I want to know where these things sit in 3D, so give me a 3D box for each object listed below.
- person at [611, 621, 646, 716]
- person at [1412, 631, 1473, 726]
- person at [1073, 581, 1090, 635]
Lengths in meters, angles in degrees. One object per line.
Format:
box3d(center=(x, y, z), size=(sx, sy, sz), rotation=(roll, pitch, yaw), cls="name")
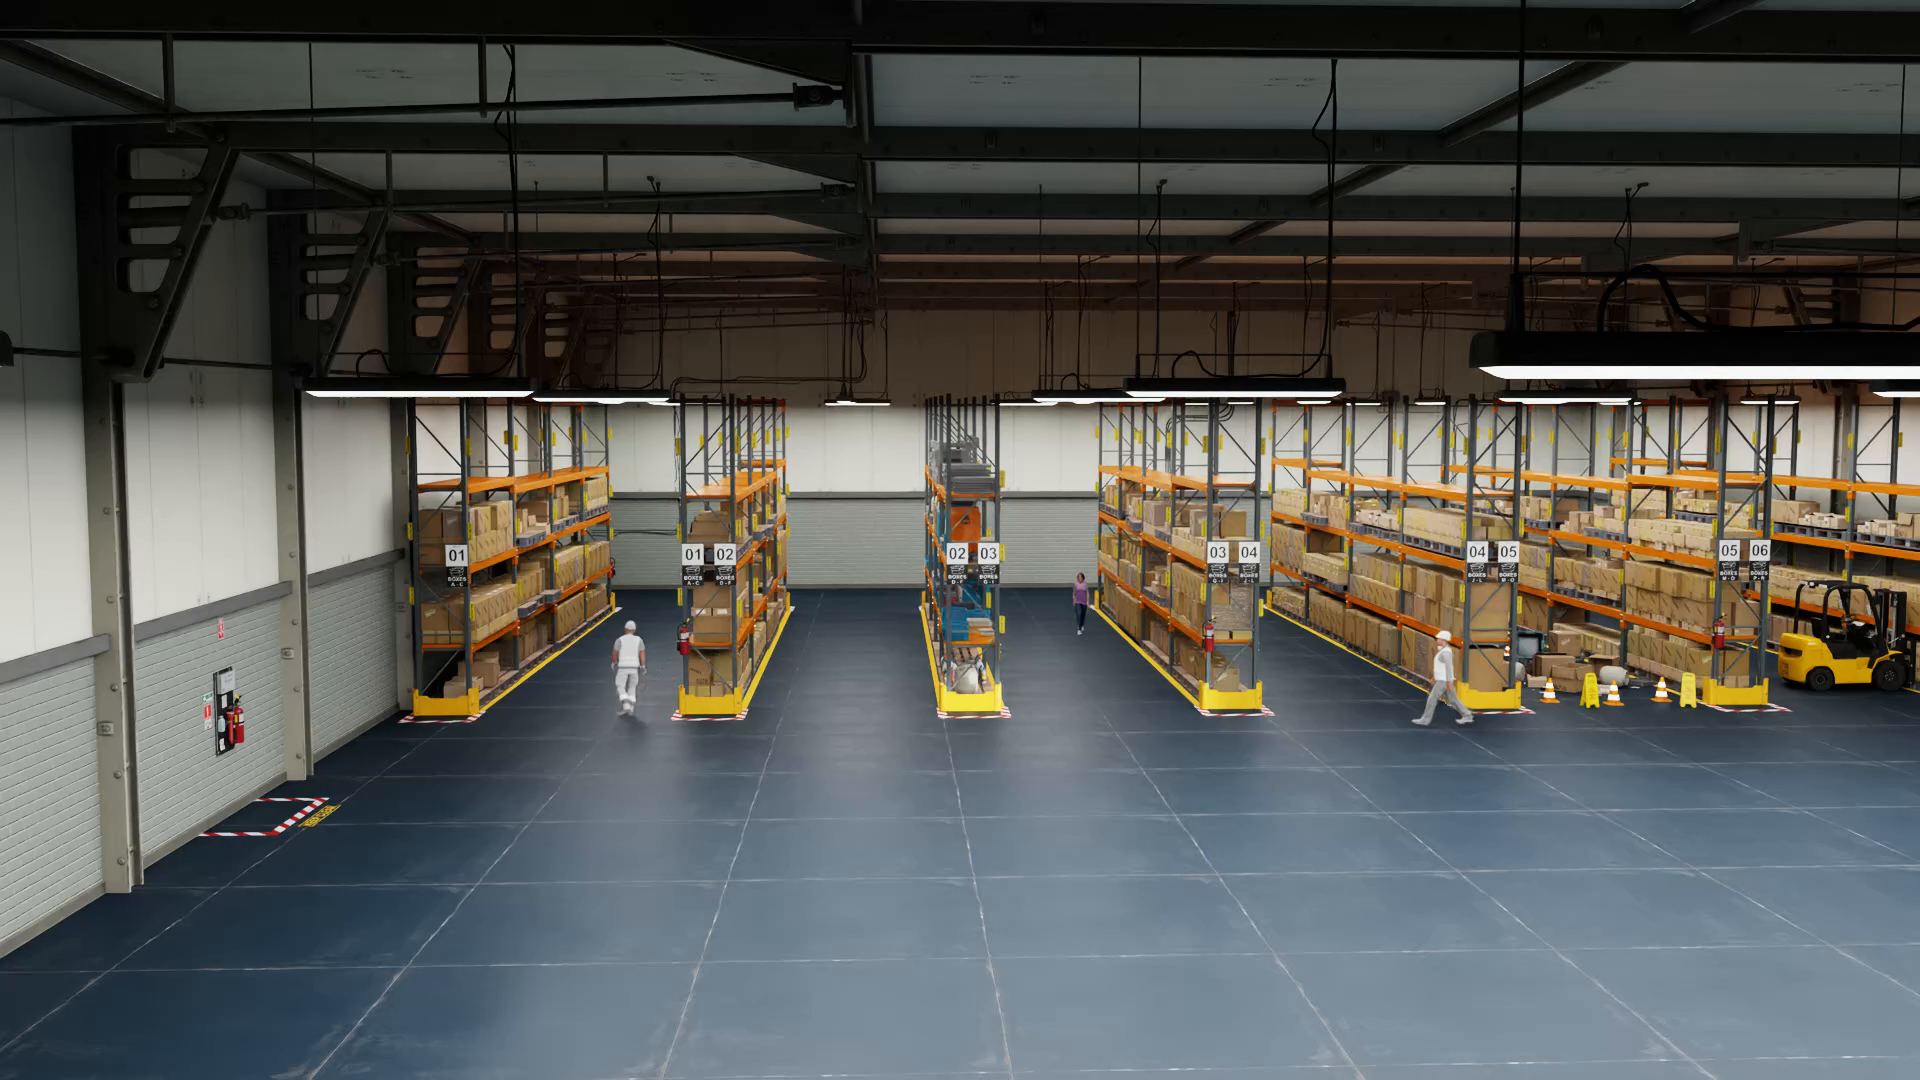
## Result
box3d(center=(-6.142, 2.405, 30.934), size=(0.640, 1.763, 0.737), rotation=(-2, 5, -28), cls="person")
box3d(center=(8.698, 2.494, 29.929), size=(1.070, 1.726, 0.546), rotation=(1, 5, 14), cls="person")
box3d(center=(3.076, 1.709, 42.188), size=(0.415, 1.314, 0.972), rotation=(0, 5, -3), cls="person")
